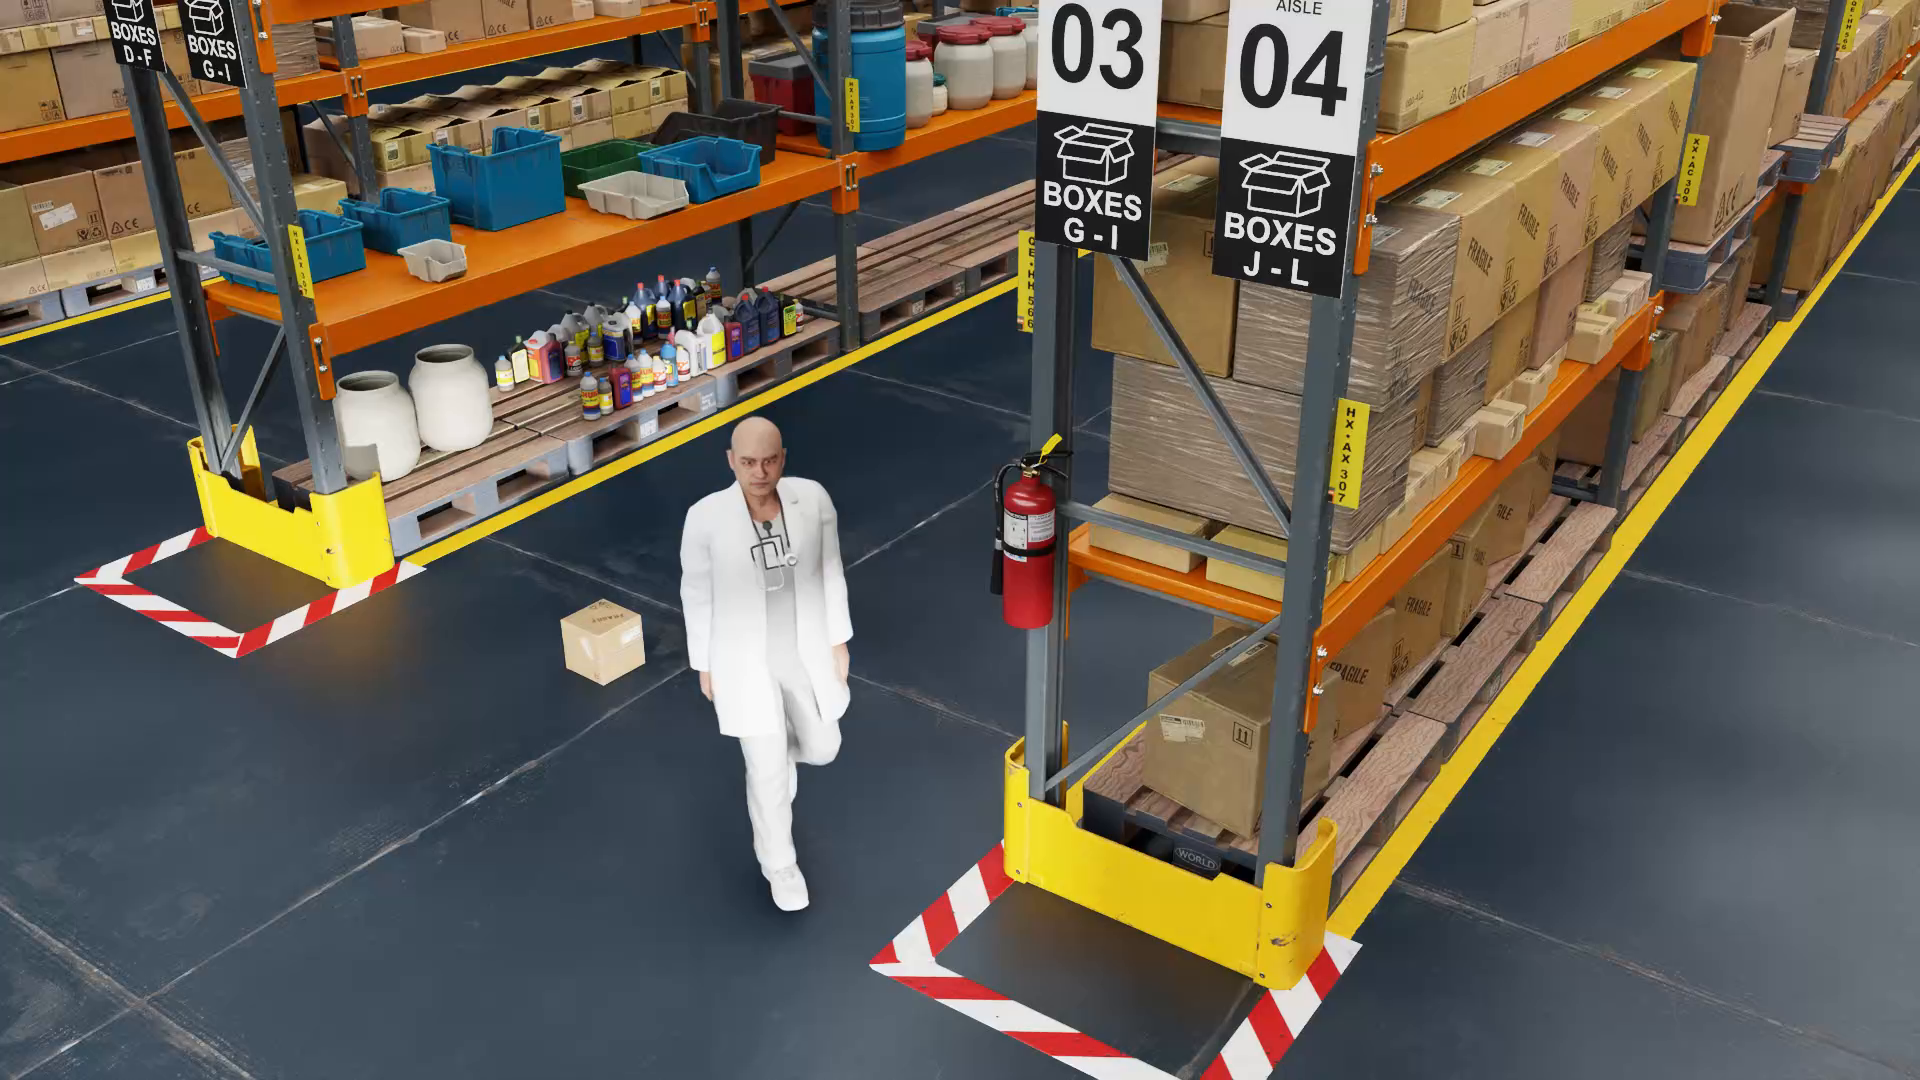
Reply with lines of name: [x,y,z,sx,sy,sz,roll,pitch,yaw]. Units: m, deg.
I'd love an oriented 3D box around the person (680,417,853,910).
person: [-0.672,0.374,5.847,0.587,1.757,0.829,-11,29,-21]
